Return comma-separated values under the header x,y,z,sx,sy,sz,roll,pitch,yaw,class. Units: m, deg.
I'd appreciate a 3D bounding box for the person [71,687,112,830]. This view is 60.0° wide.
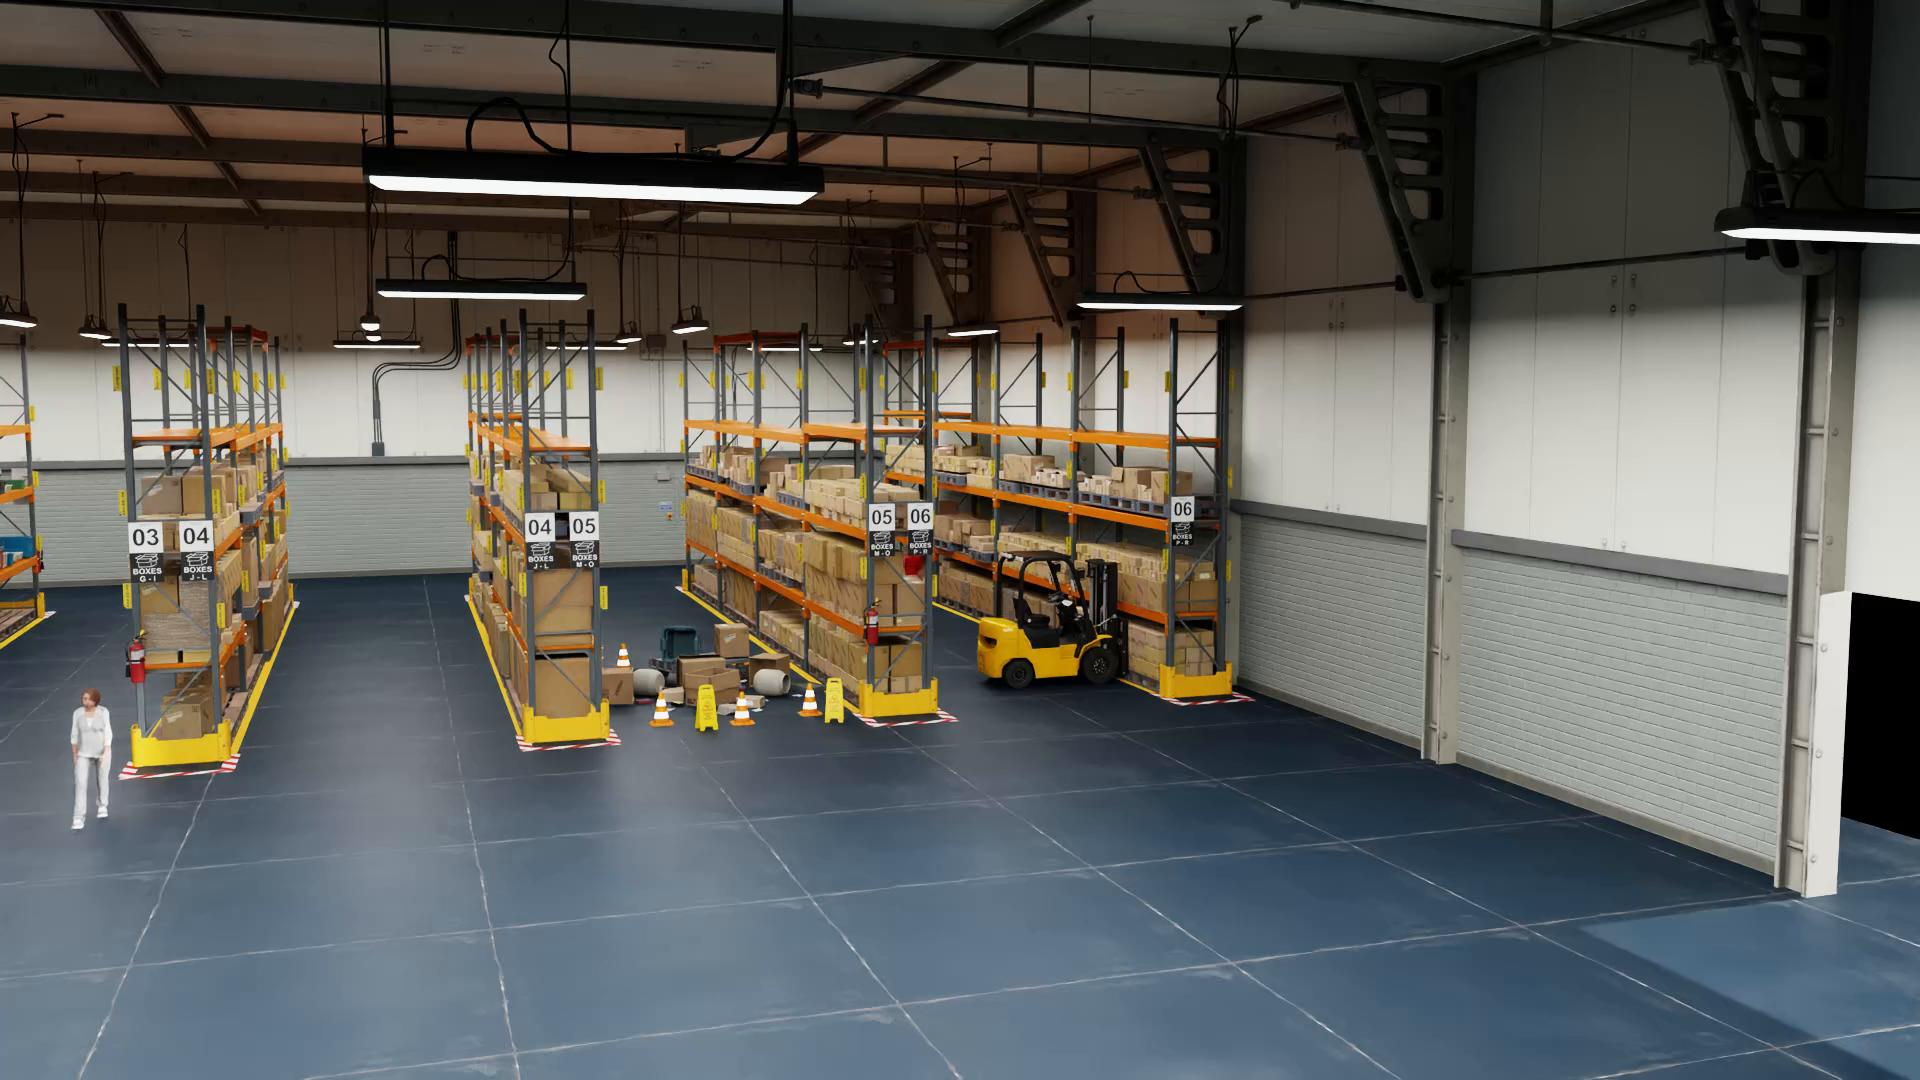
x,y,z,sx,sy,sz,roll,pitch,yaw,class
-9.789,2.434,18.738,0.437,1.548,0.945,-3,6,-26,person

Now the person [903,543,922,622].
x,y,z,sx,sy,sz,roll,pitch,yaw,class
-1.032,0.940,34.094,0.589,1.764,0.688,-3,6,-32,person
